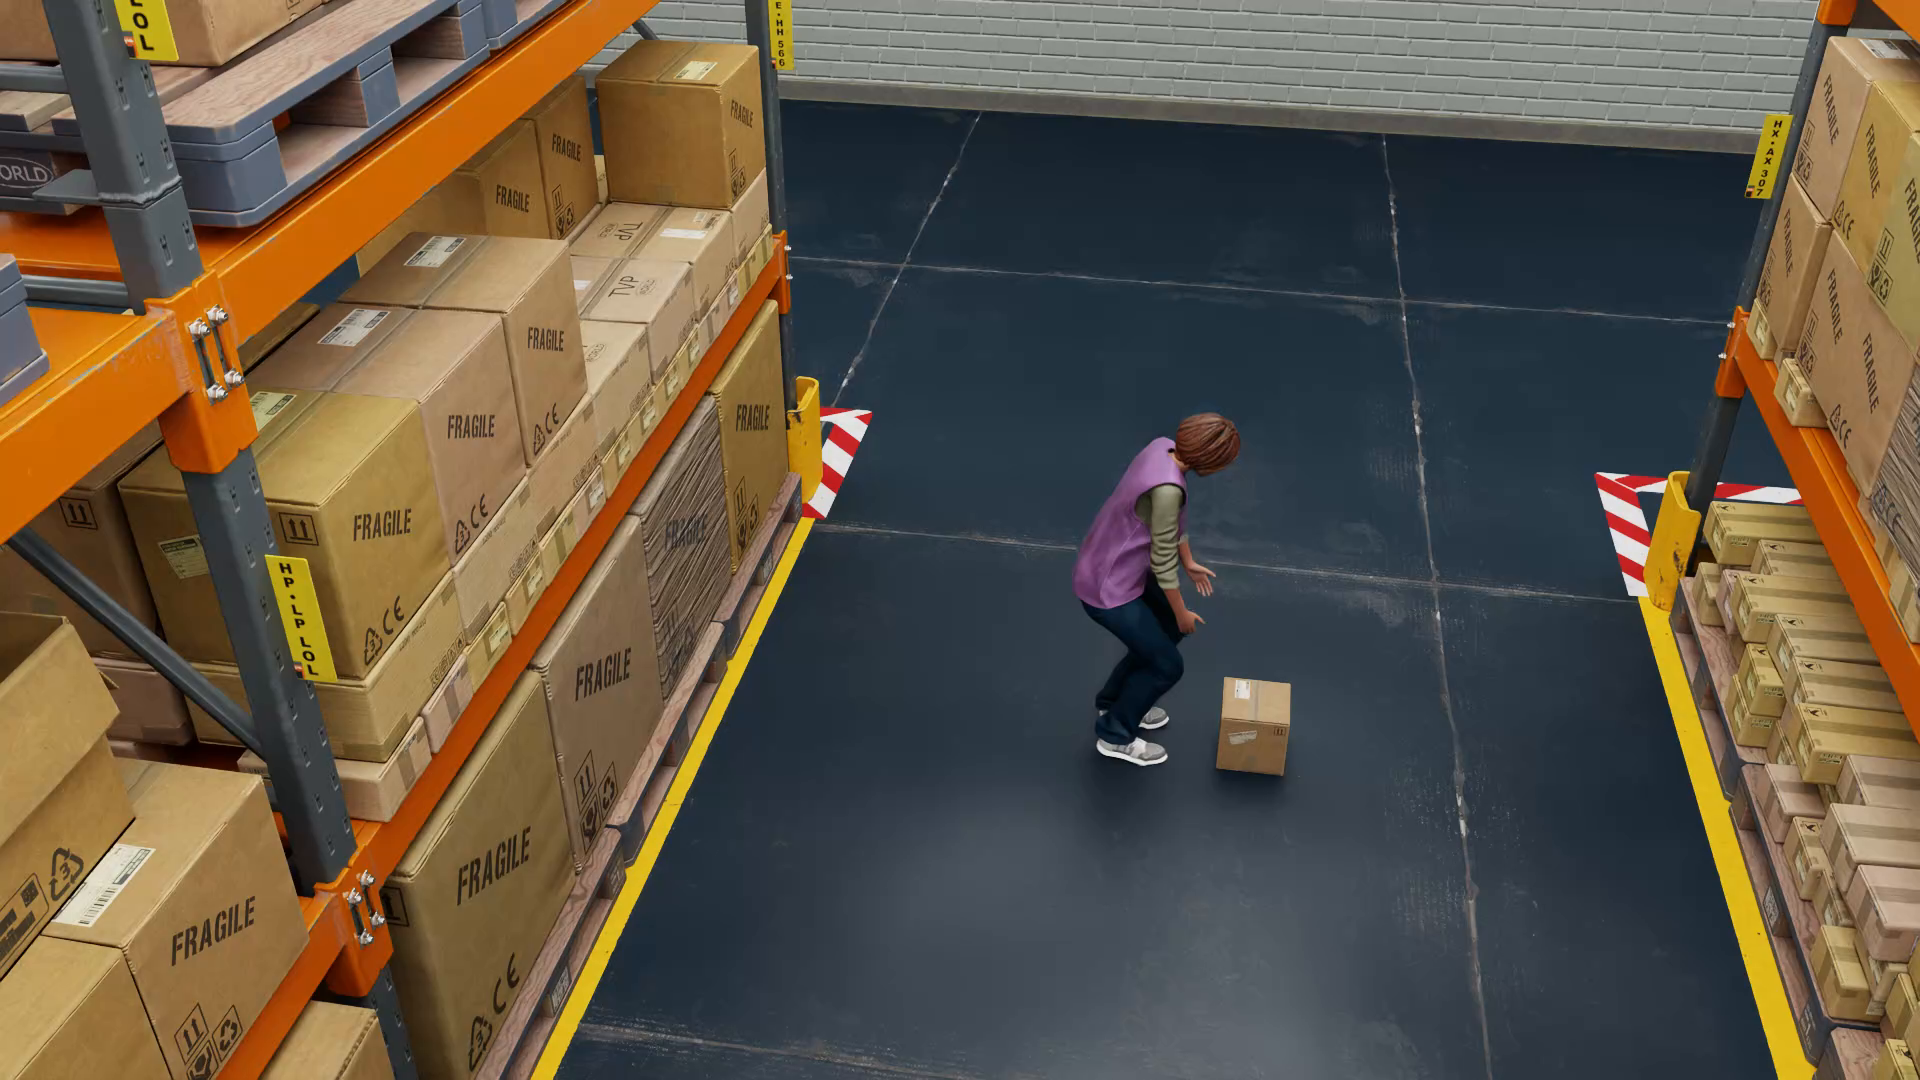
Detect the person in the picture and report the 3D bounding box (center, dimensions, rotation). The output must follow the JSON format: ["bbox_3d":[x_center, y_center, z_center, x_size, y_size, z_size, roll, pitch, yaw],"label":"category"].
[{"bbox_3d":[0.691,0.172,6.086,0.581,1.385,0.458,6,33,9],"label":"person"}]
